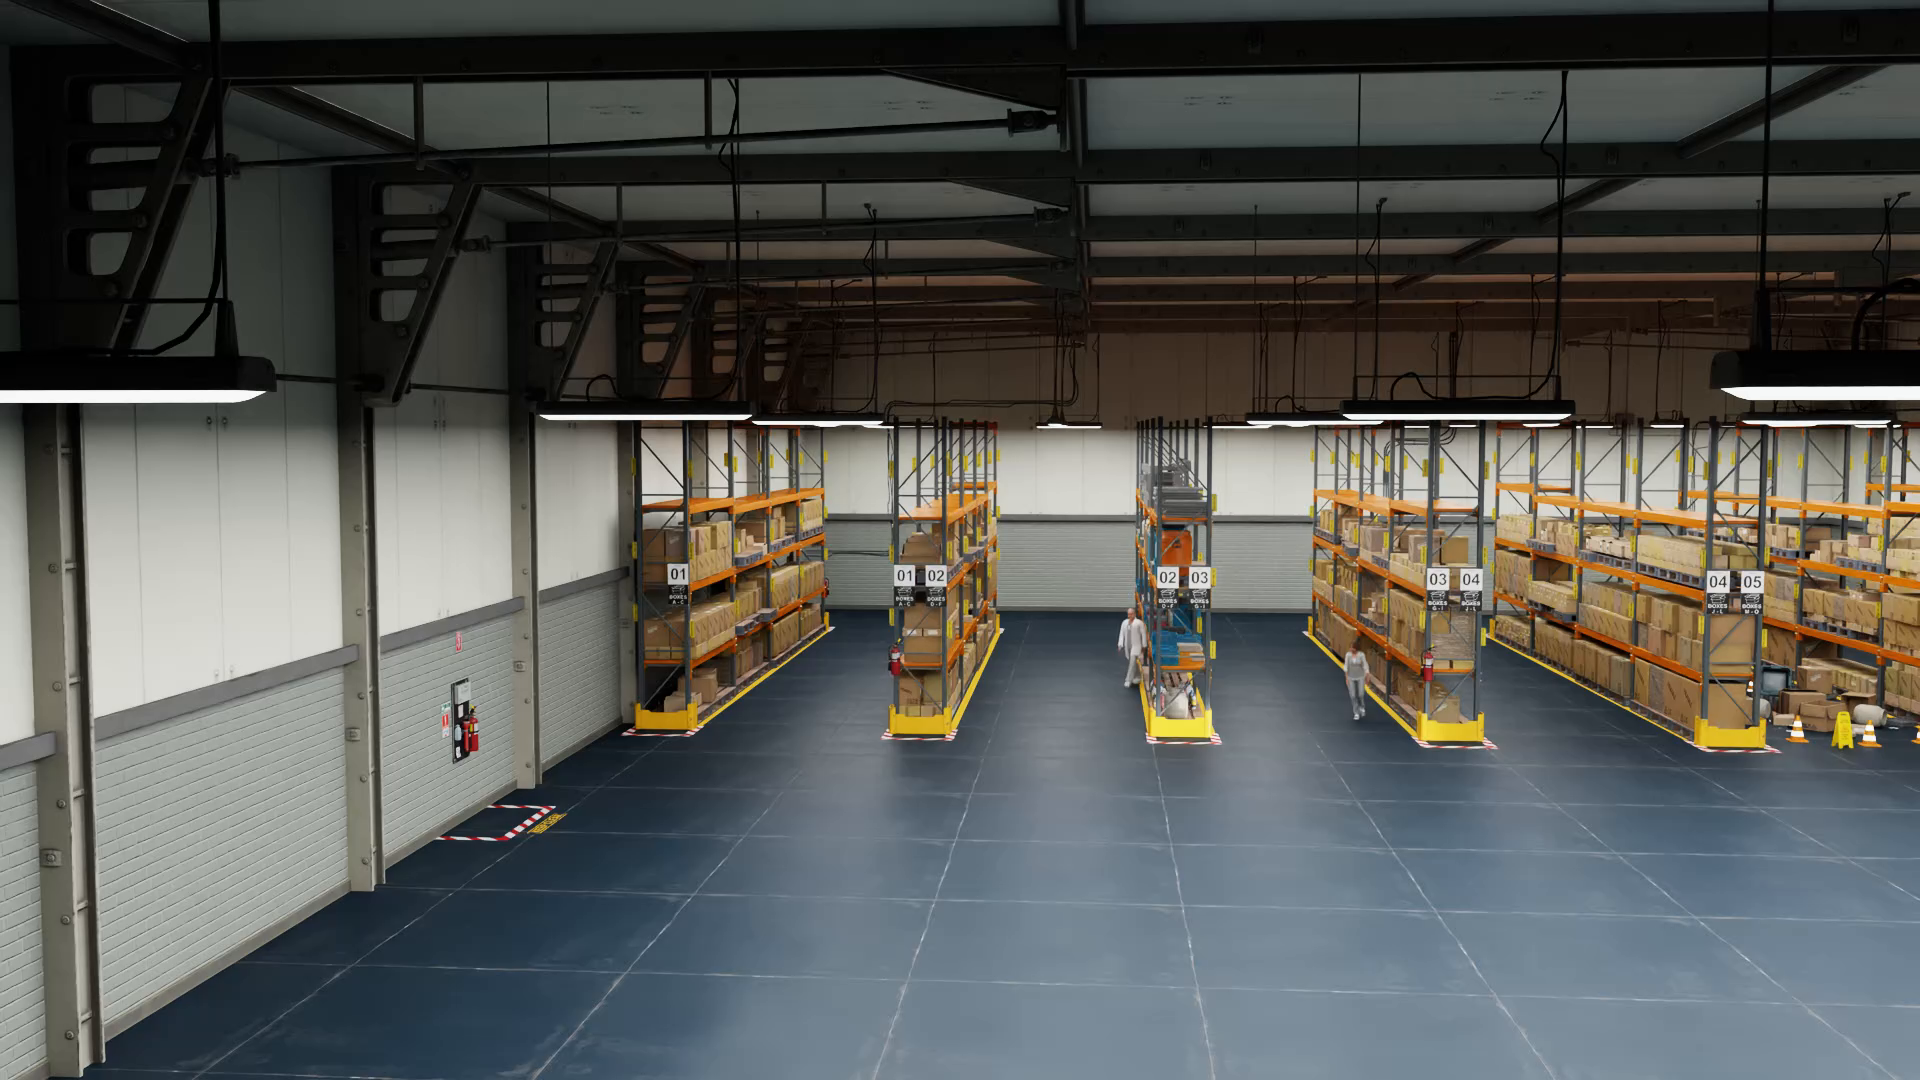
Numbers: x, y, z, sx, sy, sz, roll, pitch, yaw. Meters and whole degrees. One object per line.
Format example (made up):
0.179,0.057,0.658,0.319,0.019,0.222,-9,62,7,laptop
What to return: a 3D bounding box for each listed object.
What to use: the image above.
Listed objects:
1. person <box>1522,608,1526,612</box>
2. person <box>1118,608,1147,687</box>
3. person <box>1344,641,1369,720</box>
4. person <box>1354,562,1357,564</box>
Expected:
16.957,1.656,49.354,0.593,1.657,0.442,-3,5,-39,person
3.832,2.396,37.243,0.607,1.733,1.062,3,5,42,person
7.904,2.779,33.124,0.498,1.579,0.455,2,4,23,person
11.822,1.552,50.236,0.462,1.795,0.578,-1,4,-15,person
